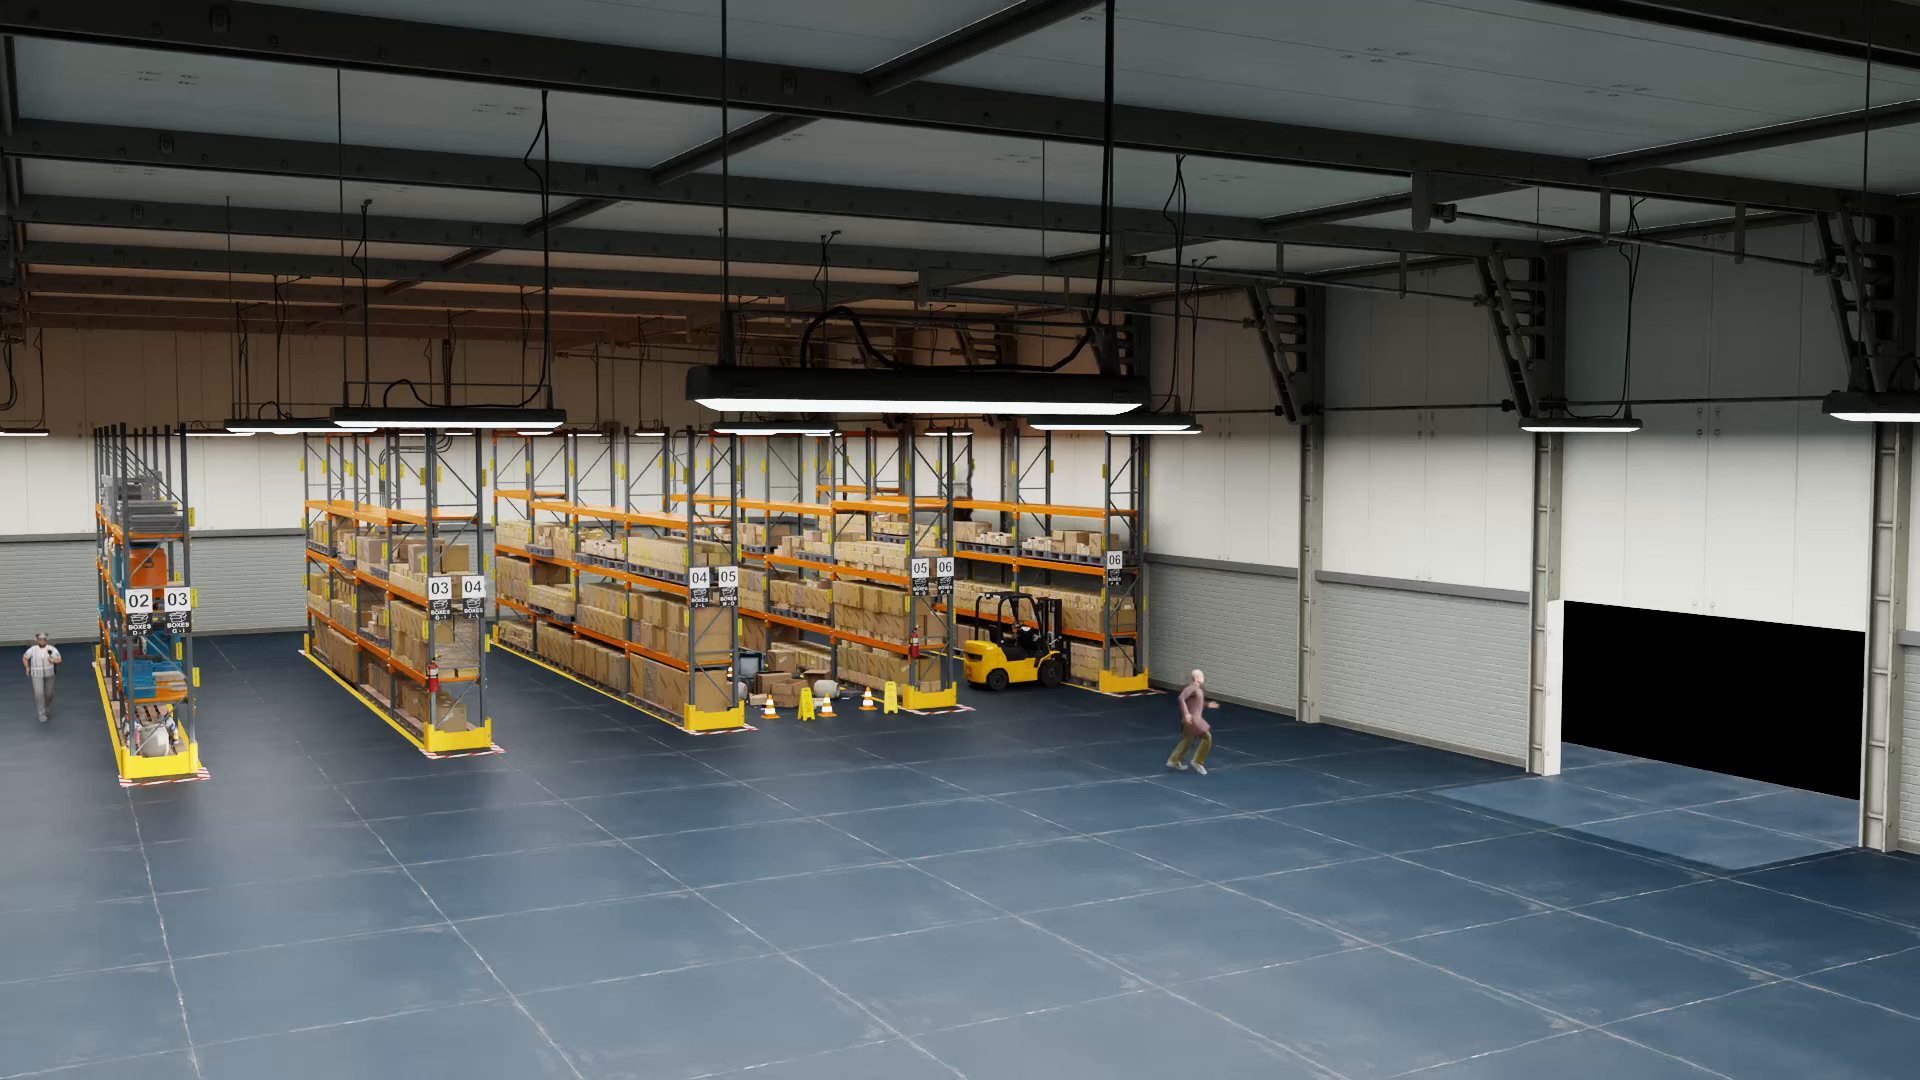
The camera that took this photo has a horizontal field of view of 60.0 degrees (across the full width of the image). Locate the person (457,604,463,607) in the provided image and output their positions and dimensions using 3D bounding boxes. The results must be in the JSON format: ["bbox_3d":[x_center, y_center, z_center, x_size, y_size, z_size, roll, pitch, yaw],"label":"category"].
[{"bbox_3d":[-13.947,2.038,46.779,0.742,1.710,0.570,1,4,17],"label":"person"}]

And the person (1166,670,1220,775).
[{"bbox_3d":[3.994,3.127,28.515,0.909,1.814,0.613,0,3,6],"label":"person"}]

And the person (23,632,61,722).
[{"bbox_3d":[-18.703,2.758,33.928,0.662,1.768,0.989,-3,4,-37],"label":"person"}]
